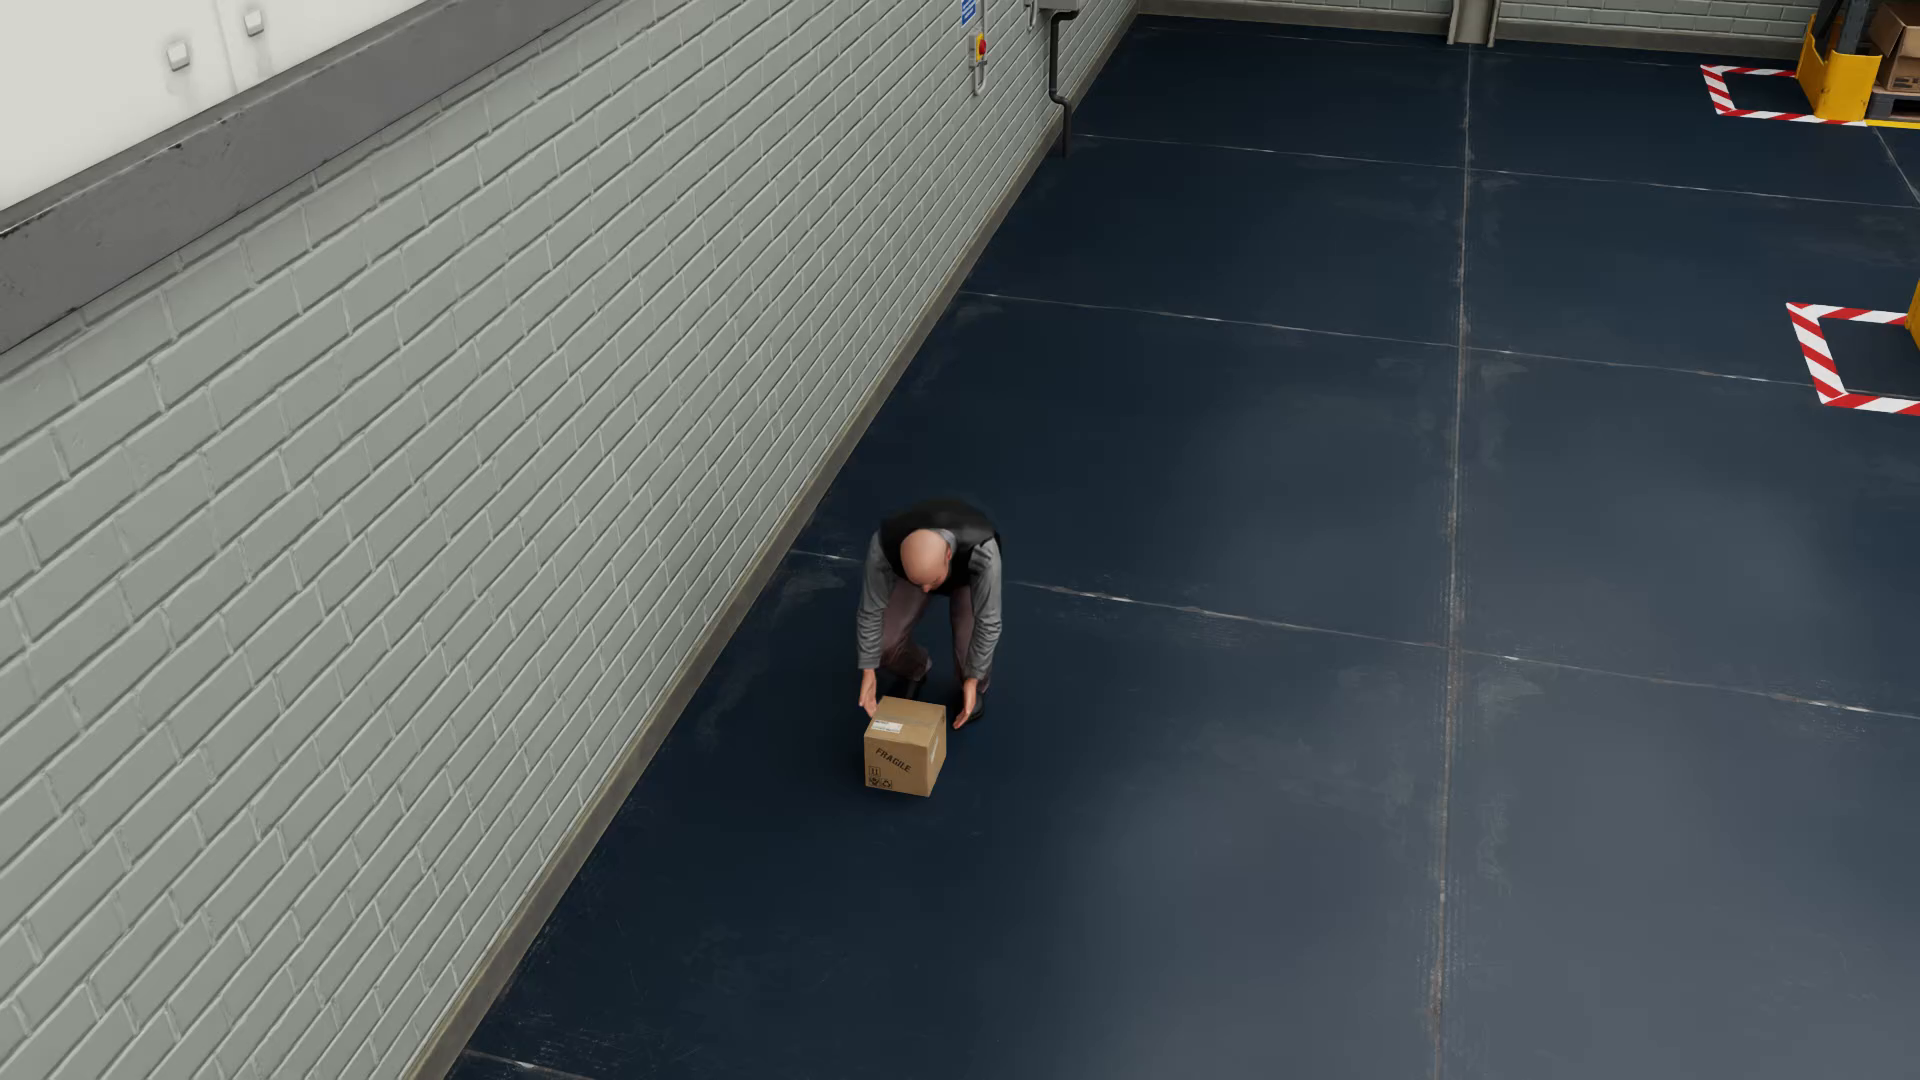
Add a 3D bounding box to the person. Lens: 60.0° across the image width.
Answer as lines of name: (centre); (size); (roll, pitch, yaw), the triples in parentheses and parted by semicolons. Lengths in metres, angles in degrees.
person: (-0.071, 0.252, 6.387); (0.555, 1.058, 0.831); (8, 33, 12)
